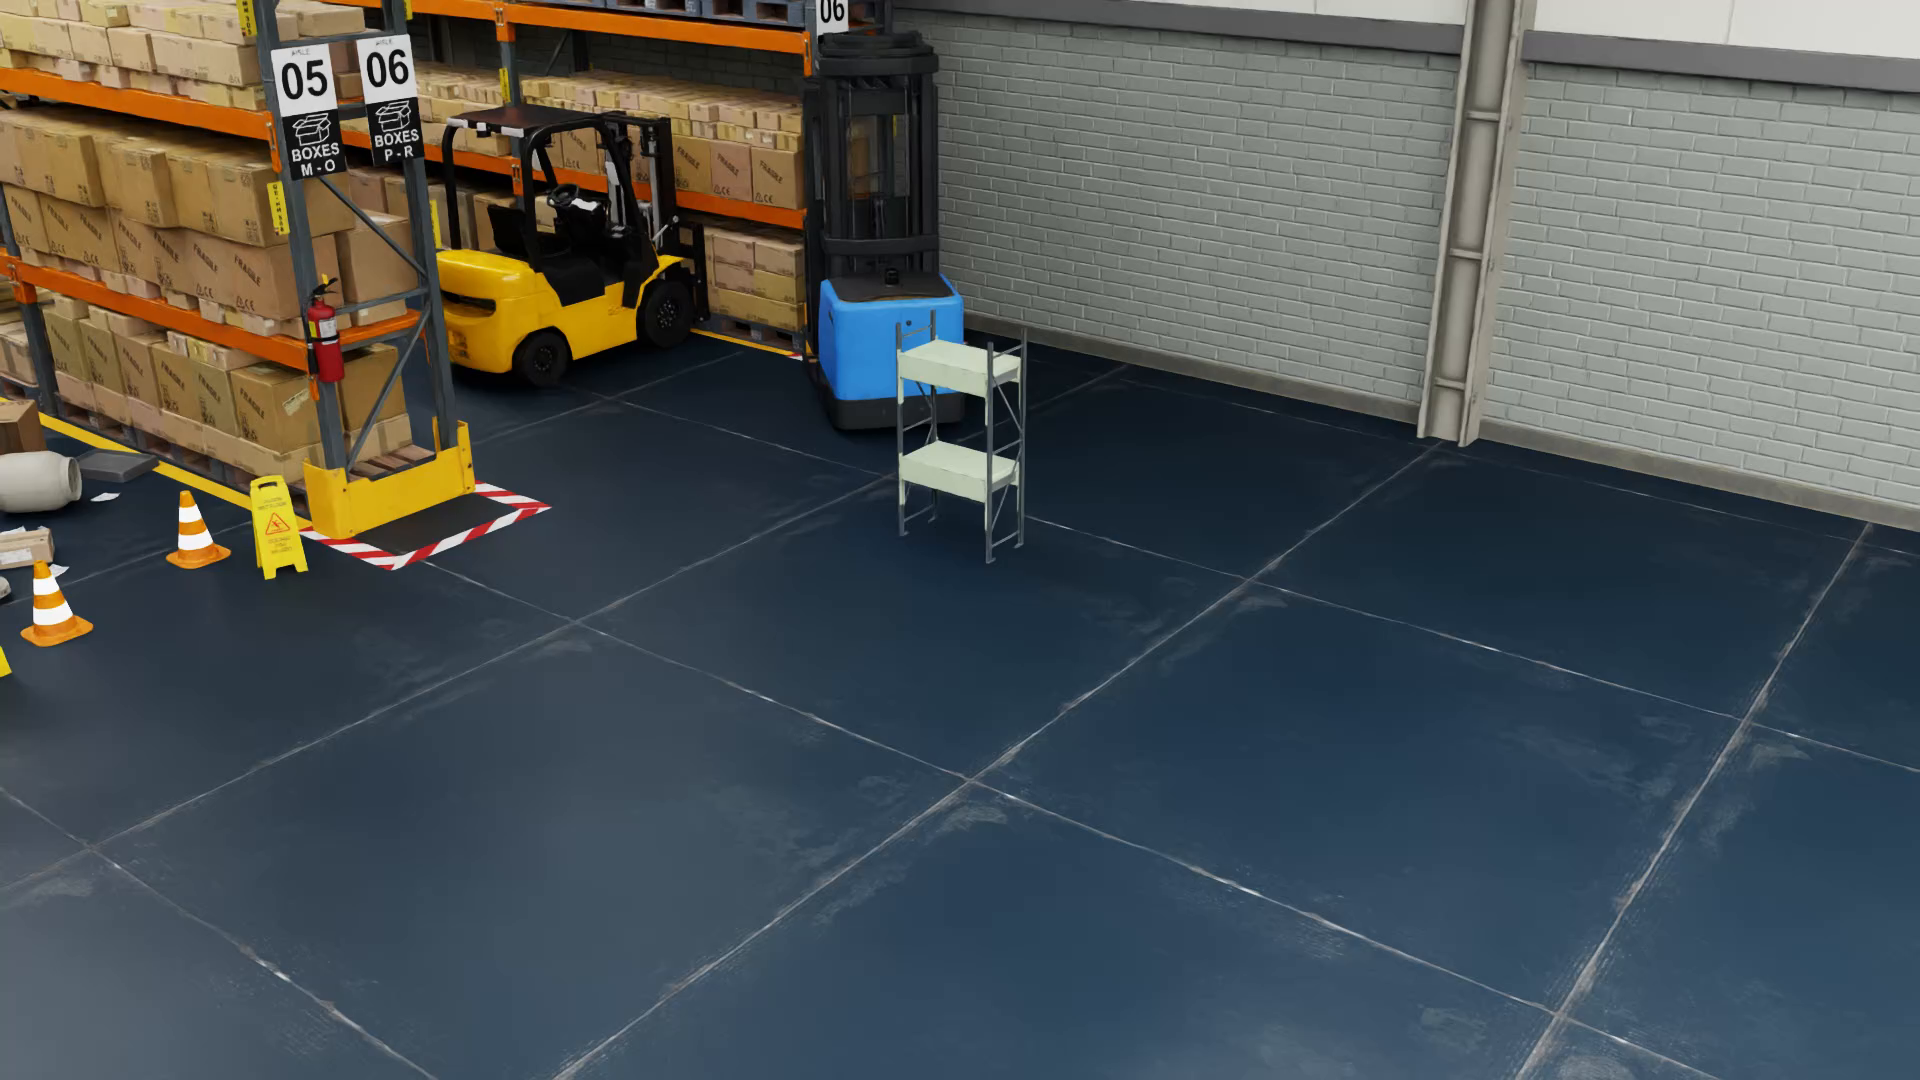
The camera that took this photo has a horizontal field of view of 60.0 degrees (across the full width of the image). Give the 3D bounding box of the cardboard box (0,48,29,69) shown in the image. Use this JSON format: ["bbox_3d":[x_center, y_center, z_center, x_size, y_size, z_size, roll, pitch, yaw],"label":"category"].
[{"bbox_3d":[-6.842,-3.564,12.209,0.250,0.149,0.380,17,29,33],"label":"cardboard box"}]

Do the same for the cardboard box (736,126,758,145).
[{"bbox_3d":[-1.783,-3.649,14.882,0.250,0.149,0.380,17,29,34],"label":"cardboard box"}]

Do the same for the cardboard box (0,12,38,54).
[{"bbox_3d":[-6.513,-3.666,11.948,0.500,0.250,0.500,17,29,33],"label":"cardboard box"}]

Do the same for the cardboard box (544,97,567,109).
[{"bbox_3d":[-3.840,-4.264,16.278,0.250,0.149,0.380,18,29,34],"label":"cardboard box"}]

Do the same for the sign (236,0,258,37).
[{"bbox_3d":[-4.267,-3.179,9.927,0.005,0.325,0.100,17,29,33],"label":"sign"}]

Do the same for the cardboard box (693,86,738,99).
[{"bbox_3d":[-2.305,-4.190,15.742,0.250,0.149,0.380,17,29,34],"label":"cardboard box"}]

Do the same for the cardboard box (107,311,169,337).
[{"bbox_3d":[-6.115,-1.649,12.428,0.250,0.149,0.380,19,30,36],"label":"cardboard box"}]

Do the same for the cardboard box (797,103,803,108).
[{"bbox_3d":[-1.260,-3.891,15.064,0.250,0.149,0.380,18,29,35],"label":"cardboard box"}]

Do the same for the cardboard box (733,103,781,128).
[{"bbox_3d":[-1.799,-3.779,14.810,0.250,0.149,0.380,18,29,34],"label":"cardboard box"}]

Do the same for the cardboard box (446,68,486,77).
[{"bbox_3d":[-5.286,-4.967,17.875,0.250,0.149,0.380,17,29,33],"label":"cardboard box"}]

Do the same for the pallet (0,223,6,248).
[{"bbox_3d":[-7.643,-2.687,13.865,1.213,0.211,1.003,17,29,33],"label":"pallet"}]

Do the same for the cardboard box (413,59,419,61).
[{"bbox_3d":[-6.279,-5.295,18.619,0.250,0.149,0.380,16,28,32],"label":"cardboard box"}]

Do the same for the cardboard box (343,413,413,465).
[{"bbox_3d":[-4.398,-0.794,12.220,0.500,0.250,0.500,17,29,33],"label":"cardboard box"}]

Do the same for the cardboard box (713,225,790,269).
[{"bbox_3d":[-1.912,-2.702,15.310,0.500,0.250,0.500,17,29,34],"label":"cardboard box"}]

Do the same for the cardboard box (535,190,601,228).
[{"bbox_3d":[-3.946,-3.318,16.710,0.500,0.250,0.500,16,29,33],"label":"cardboard box"}]

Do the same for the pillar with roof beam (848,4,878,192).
[{"bbox_3d":[-3.543,-4.993,11.422,0.400,9.000,9.100,17,29,33],"label":"pillar with roof beam"}]

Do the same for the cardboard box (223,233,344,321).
[{"bbox_3d":[-4.518,-1.800,11.121,0.500,0.500,0.500,16,29,32],"label":"cardboard box"}]

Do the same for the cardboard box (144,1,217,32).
[{"bbox_3d":[-5.128,-3.454,10.973,0.250,0.149,0.380,17,29,33],"label":"cardboard box"}]

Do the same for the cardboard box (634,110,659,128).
[{"bbox_3d":[-2.822,-3.945,15.556,0.250,0.149,0.380,16,28,32],"label":"cardboard box"}]

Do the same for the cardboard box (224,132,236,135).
[{"bbox_3d":[-9.103,-4.901,20.427,0.250,0.149,0.380,17,29,34],"label":"cardboard box"}]

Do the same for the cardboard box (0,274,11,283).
[{"bbox_3d":[-9.278,-2.184,15.225,0.625,0.372,0.950,16,28,32],"label":"cardboard box"}]

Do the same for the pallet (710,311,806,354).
[{"bbox_3d":[-1.581,-2.073,15.693,1.213,0.211,1.003,17,29,33],"label":"pallet"}]

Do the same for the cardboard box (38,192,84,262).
[{"bbox_3d":[-6.518,-2.414,12.516,0.500,0.500,0.500,17,29,33],"label":"cardboard box"}]

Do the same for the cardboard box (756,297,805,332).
[{"bbox_3d":[-1.510,-2.123,15.238,0.500,0.250,0.500,17,29,34],"label":"cardboard box"}]

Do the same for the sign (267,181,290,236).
[{"bbox_3d":[-4.267,-2.076,10.413,0.005,0.325,0.100,17,29,33],"label":"sign"}]

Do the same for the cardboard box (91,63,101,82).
[{"bbox_3d":[-5.781,-3.272,11.547,0.250,0.149,0.380,17,29,34],"label":"cardboard box"}]

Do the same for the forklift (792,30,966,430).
[{"bbox_3d":[-0.771,-2.772,13.906,1.130,2.935,3.031,-5,24,-11],"label":"forklift"}]

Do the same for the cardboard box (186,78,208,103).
[{"bbox_3d":[-4.783,-2.954,10.826,0.250,0.149,0.380,18,29,35],"label":"cardboard box"}]

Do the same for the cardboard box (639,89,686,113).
[{"bbox_3d":[-2.779,-4.110,15.561,0.250,0.149,0.380,17,29,33],"label":"cardboard box"}]

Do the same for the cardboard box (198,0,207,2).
[{"bbox_3d":[-5.026,-3.689,11.505,0.250,0.149,0.380,18,29,35],"label":"cardboard box"}]

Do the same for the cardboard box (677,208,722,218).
[{"bbox_3d":[-2.417,-3.117,16.253,0.500,0.250,0.500,16,28,32],"label":"cardboard box"}]

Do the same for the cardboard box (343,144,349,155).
[{"bbox_3d":[-7.576,-4.684,19.936,0.250,0.149,0.380,19,30,36],"label":"cardboard box"}]

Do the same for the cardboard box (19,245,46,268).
[{"bbox_3d":[-7.059,-2.248,12.944,0.250,0.149,0.380,17,29,33],"label":"cardboard box"}]

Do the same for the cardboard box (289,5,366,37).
[{"bbox_3d":[-4.080,-3.350,10.735,0.250,0.149,0.380,17,29,33],"label":"cardboard box"}]

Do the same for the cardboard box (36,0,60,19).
[{"bbox_3d":[-6.208,-3.748,11.638,0.250,0.149,0.380,16,28,32],"label":"cardboard box"}]

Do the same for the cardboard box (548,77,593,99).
[{"bbox_3d":[-3.794,-4.423,16.270,0.250,0.149,0.380,17,29,34],"label":"cardboard box"}]

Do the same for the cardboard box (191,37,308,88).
[{"bbox_3d":[-4.489,-3.052,10.554,0.500,0.250,0.500,16,29,33],"label":"cardboard box"}]

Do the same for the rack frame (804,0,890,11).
[{"bbox_3d":[-0.944,-5.923,13.532,0.127,3.000,1.000,17,29,33],"label":"rack frame"}]

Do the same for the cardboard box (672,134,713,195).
[{"bbox_3d":[-2.315,-3.510,15.372,0.500,0.500,0.500,16,29,32],"label":"cardboard box"}]

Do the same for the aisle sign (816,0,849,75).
[{"bbox_3d":[-1.068,-4.257,13.967,0.004,0.787,0.394,17,29,33],"label":"aisle sign"}]

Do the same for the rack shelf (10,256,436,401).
[{"bbox_3d":[-5.519,-1.730,12.348,4.000,0.370,1.077,17,29,33],"label":"rack shelf"}]

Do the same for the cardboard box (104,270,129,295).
[{"bbox_3d":[-6.041,-1.936,12.235,0.250,0.149,0.380,17,29,34],"label":"cardboard box"}]

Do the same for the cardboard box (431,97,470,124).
[{"bbox_3d":[-5.107,-4.463,17.226,0.500,0.250,0.500,16,28,32],"label":"cardboard box"}]

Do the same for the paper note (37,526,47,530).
[{"bbox_3d":[-6.286,-0.076,11.411,0.123,0.001,0.032,17,29,33],"label":"paper note"}]

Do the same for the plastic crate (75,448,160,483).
[{"bbox_3d":[-6.354,-0.562,12.427,0.583,0.080,0.402,7,25,15],"label":"plastic crate"}]

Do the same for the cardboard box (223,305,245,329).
[{"bbox_3d":[-4.807,-1.576,11.419,0.250,0.149,0.380,16,29,32],"label":"cardboard box"}]

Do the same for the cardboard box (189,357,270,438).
[{"bbox_3d":[-5.135,-1.087,11.956,0.500,0.500,0.500,18,30,35],"label":"cardboard box"}]

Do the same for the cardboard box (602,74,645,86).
[{"bbox_3d":[-3.313,-4.510,16.469,0.250,0.149,0.380,17,29,33],"label":"cardboard box"}]

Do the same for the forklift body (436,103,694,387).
[{"bbox_3d":[-3.556,-2.659,14.618,1.214,2.155,2.313,17,29,33],"label":"forklift body"}]

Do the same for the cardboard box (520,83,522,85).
[{"bbox_3d":[-4.298,-4.642,17.136,0.250,0.149,0.380,16,28,32],"label":"cardboard box"}]

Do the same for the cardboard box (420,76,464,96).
[{"bbox_3d":[-5.395,-4.736,17.349,0.250,0.149,0.380,16,28,32],"label":"cardboard box"}]

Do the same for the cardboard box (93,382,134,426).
[{"bbox_3d":[-6.375,-1.121,12.964,0.500,0.250,0.500,19,30,36],"label":"cardboard box"}]

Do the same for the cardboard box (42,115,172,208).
[{"bbox_3d":[-6.116,-2.745,12.027,0.500,0.500,0.700,16,28,32],"label":"cardboard box"}]

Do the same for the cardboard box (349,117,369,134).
[{"bbox_3d":[-6.321,-4.612,18.183,0.500,0.250,0.500,16,28,32],"label":"cardboard box"}]

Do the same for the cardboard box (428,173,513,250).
[{"bbox_3d":[-5.186,-3.563,18.041,0.625,0.625,0.875,16,29,33],"label":"cardboard box"}]

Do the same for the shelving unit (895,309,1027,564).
[{"bbox_3d":[0.005,-0.685,10.944,0.755,1.500,0.431,17,29,33],"label":"shelving unit"}]
